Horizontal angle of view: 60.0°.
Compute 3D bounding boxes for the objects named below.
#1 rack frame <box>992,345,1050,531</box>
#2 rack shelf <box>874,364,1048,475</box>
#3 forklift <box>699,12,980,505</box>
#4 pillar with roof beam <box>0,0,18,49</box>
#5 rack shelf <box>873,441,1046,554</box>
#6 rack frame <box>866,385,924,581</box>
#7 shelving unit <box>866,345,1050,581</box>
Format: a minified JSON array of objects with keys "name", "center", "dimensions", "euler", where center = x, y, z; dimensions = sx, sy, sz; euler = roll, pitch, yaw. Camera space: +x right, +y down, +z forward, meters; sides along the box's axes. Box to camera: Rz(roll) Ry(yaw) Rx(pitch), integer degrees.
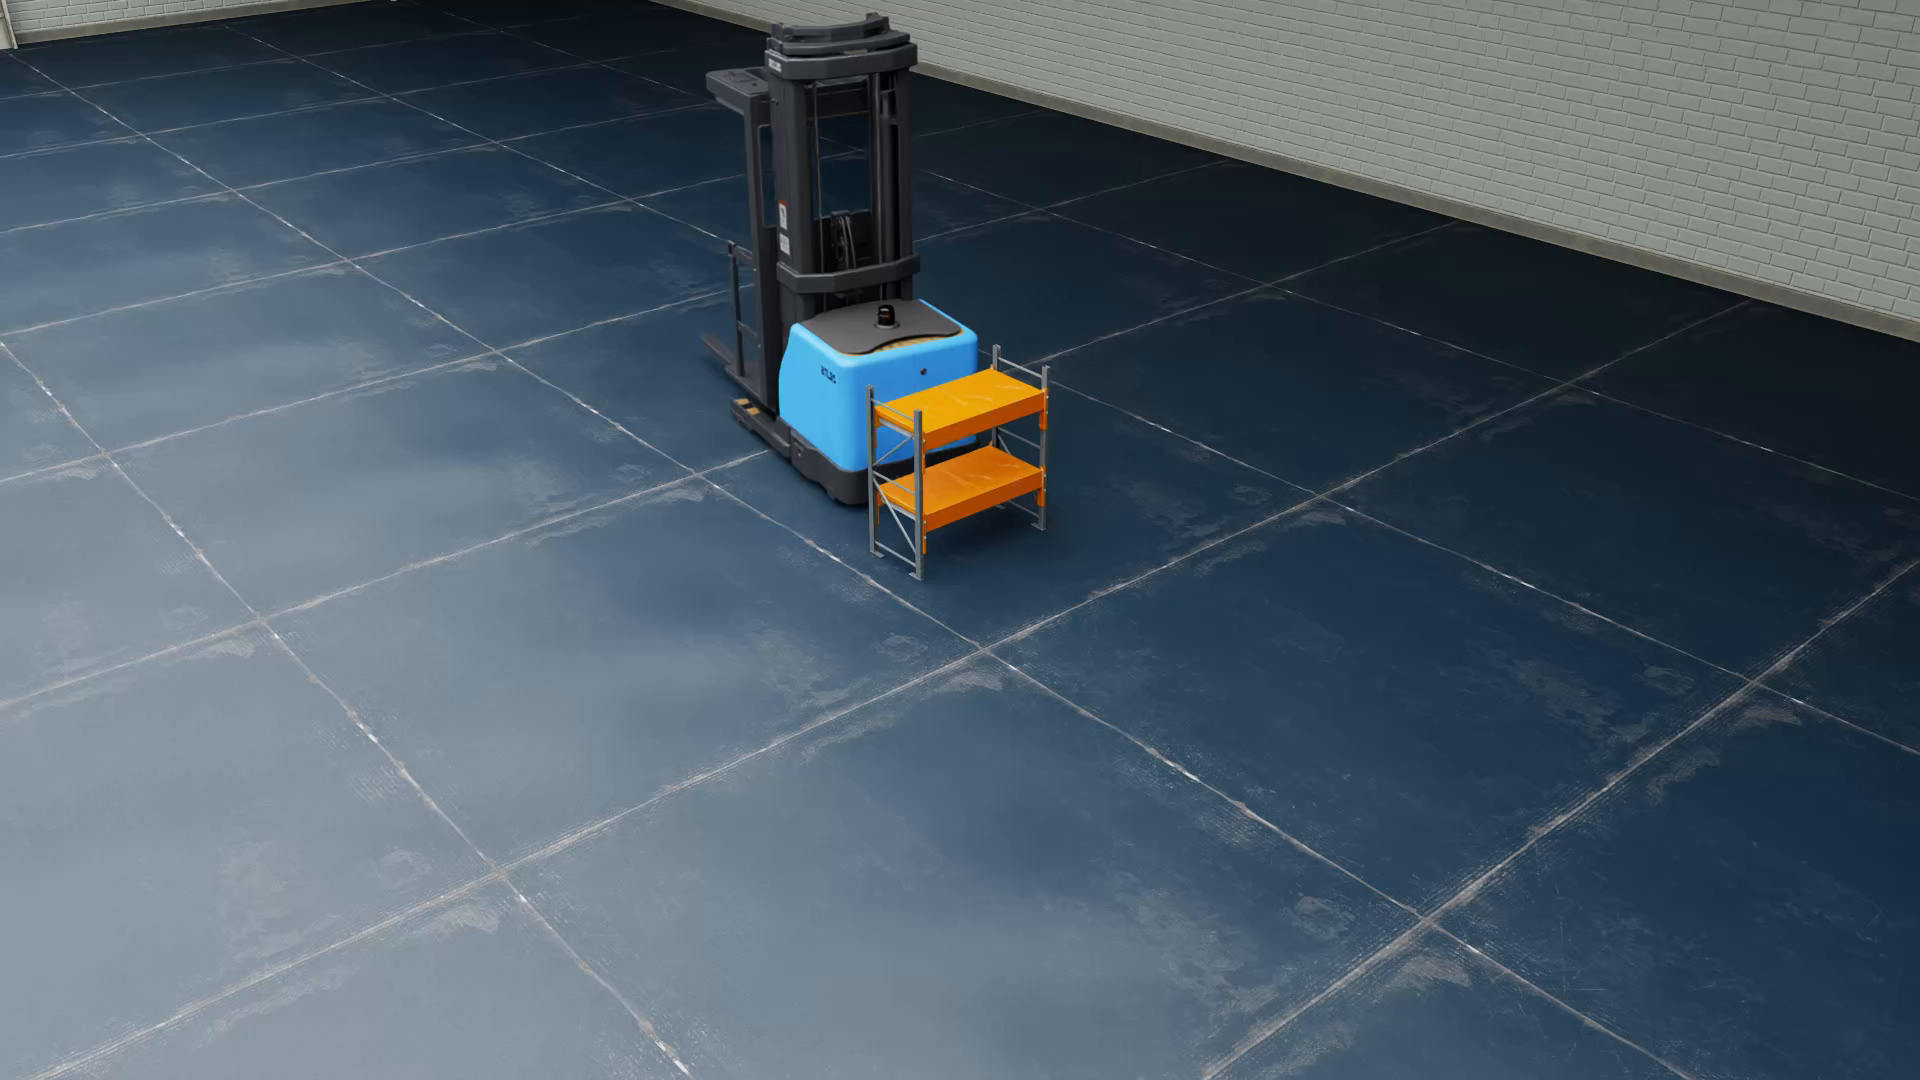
[{"name":"rack frame","center":[0.382,-0.650,10.630],"dimensions":[0.032,1.125,0.500],"euler":[-22,35,-35]},{"name":"rack shelf","center":[-0.005,-0.752,10.201],"dimensions":[1.000,0.278,0.538],"euler":[-22,35,-35]},{"name":"forklift","center":[-1.032,-2.185,11.586],"dimensions":[1.130,2.935,3.031],"euler":[-15,32,-26]},{"name":"pillar with roof beam","center":[-10.909,-9.446,18.736],"dimensions":[0.400,9.000,9.100],"euler":[-22,35,-35]},{"name":"rack shelf","center":[-0.005,-0.278,10.455],"dimensions":[1.000,0.278,0.538],"euler":[-22,35,-35]},{"name":"rack frame","center":[-0.392,-0.339,10.048],"dimensions":[0.032,1.125,0.500],"euler":[-22,35,-35]},{"name":"shelving unit","center":[-0.005,-0.494,10.339],"dimensions":[1.048,1.125,0.538],"euler":[-22,35,-35]}]
